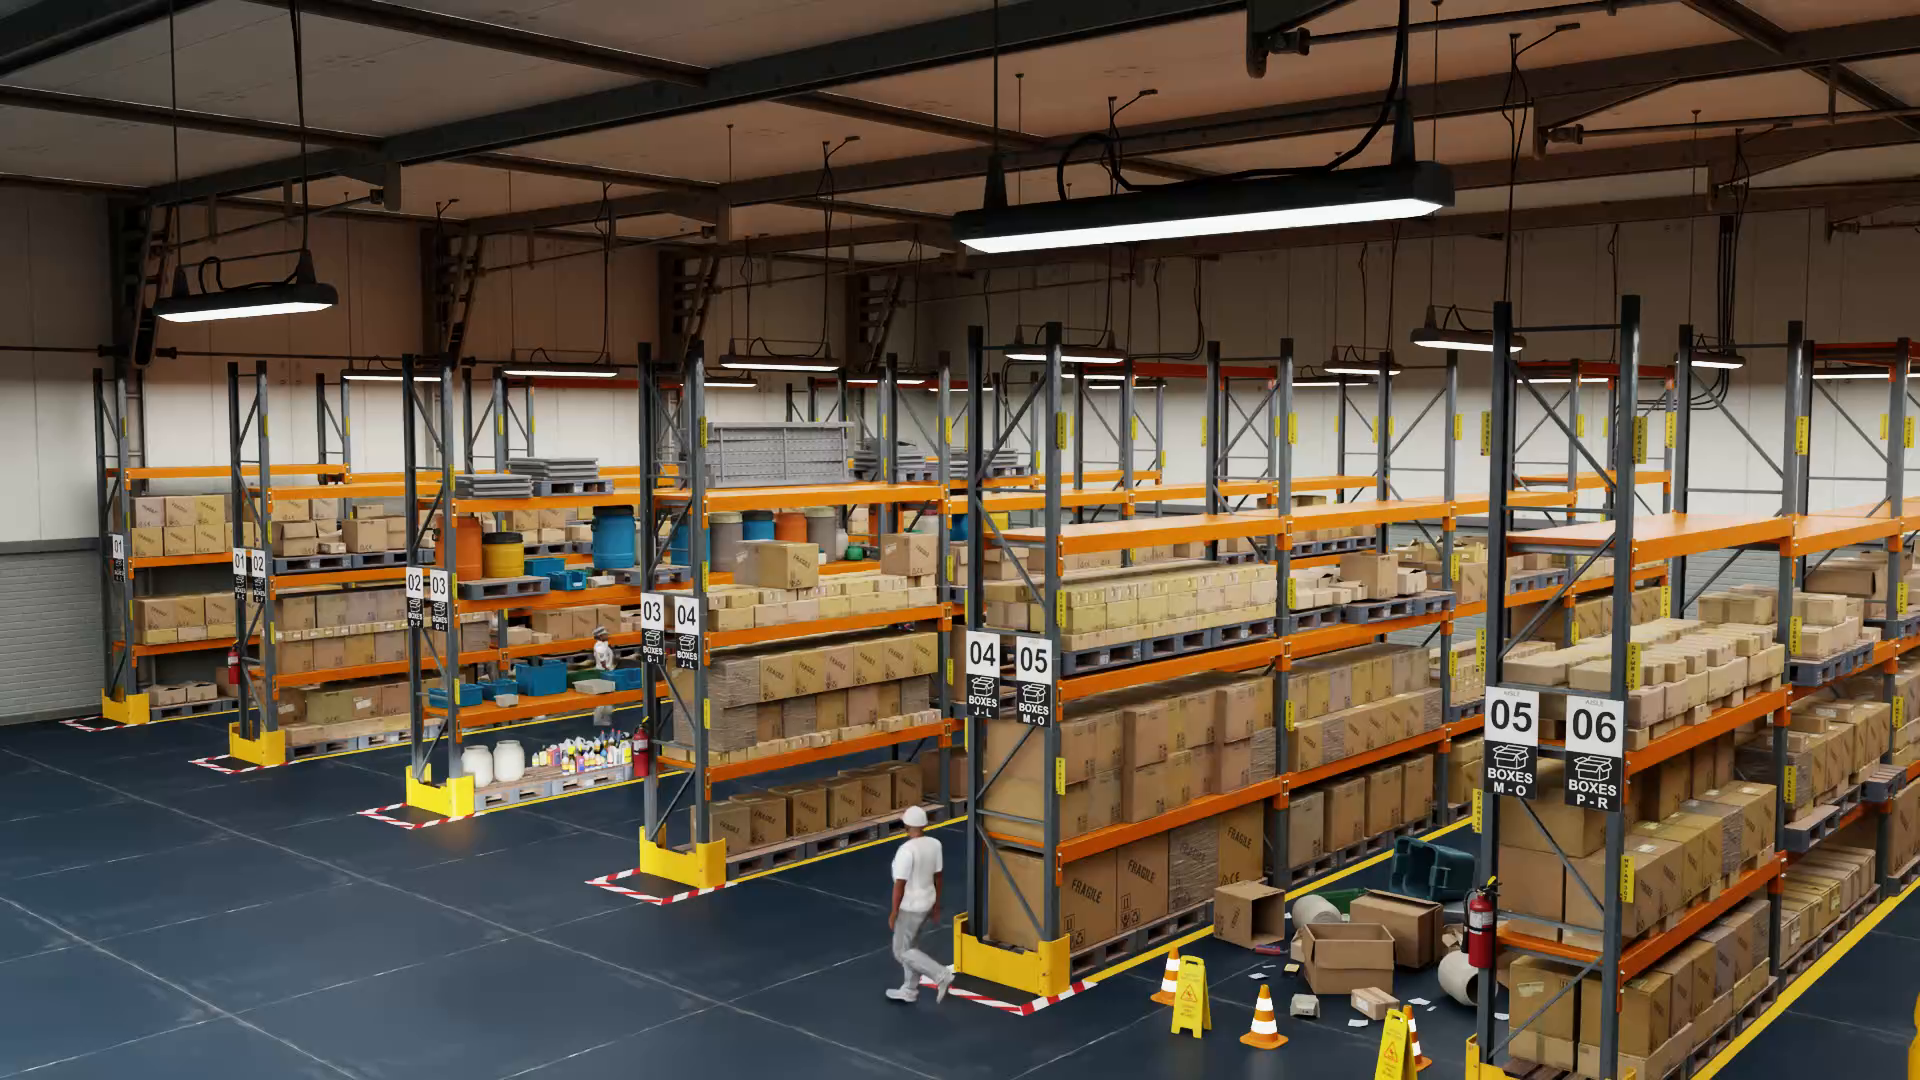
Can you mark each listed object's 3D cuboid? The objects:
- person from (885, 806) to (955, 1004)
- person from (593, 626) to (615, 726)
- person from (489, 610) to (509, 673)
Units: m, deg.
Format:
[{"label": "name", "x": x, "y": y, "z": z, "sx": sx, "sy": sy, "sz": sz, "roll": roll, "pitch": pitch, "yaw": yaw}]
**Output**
[{"label": "person", "x": -0.360, "y": 3.208, "z": 14.539, "sx": 0.705, "sy": 1.762, "sz": 0.529, "roll": 1, "pitch": 4, "yaw": 16}, {"label": "person", "x": -5.899, "y": 2.281, "z": 27.775, "sx": 0.462, "sy": 1.727, "sz": 0.470, "roll": -1, "pitch": 4, "yaw": -11}, {"label": "person", "x": -8.855, "y": 2.018, "z": 31.823, "sx": 0.506, "sy": 1.625, "sz": 0.575, "roll": -2, "pitch": 5, "yaw": -25}]
